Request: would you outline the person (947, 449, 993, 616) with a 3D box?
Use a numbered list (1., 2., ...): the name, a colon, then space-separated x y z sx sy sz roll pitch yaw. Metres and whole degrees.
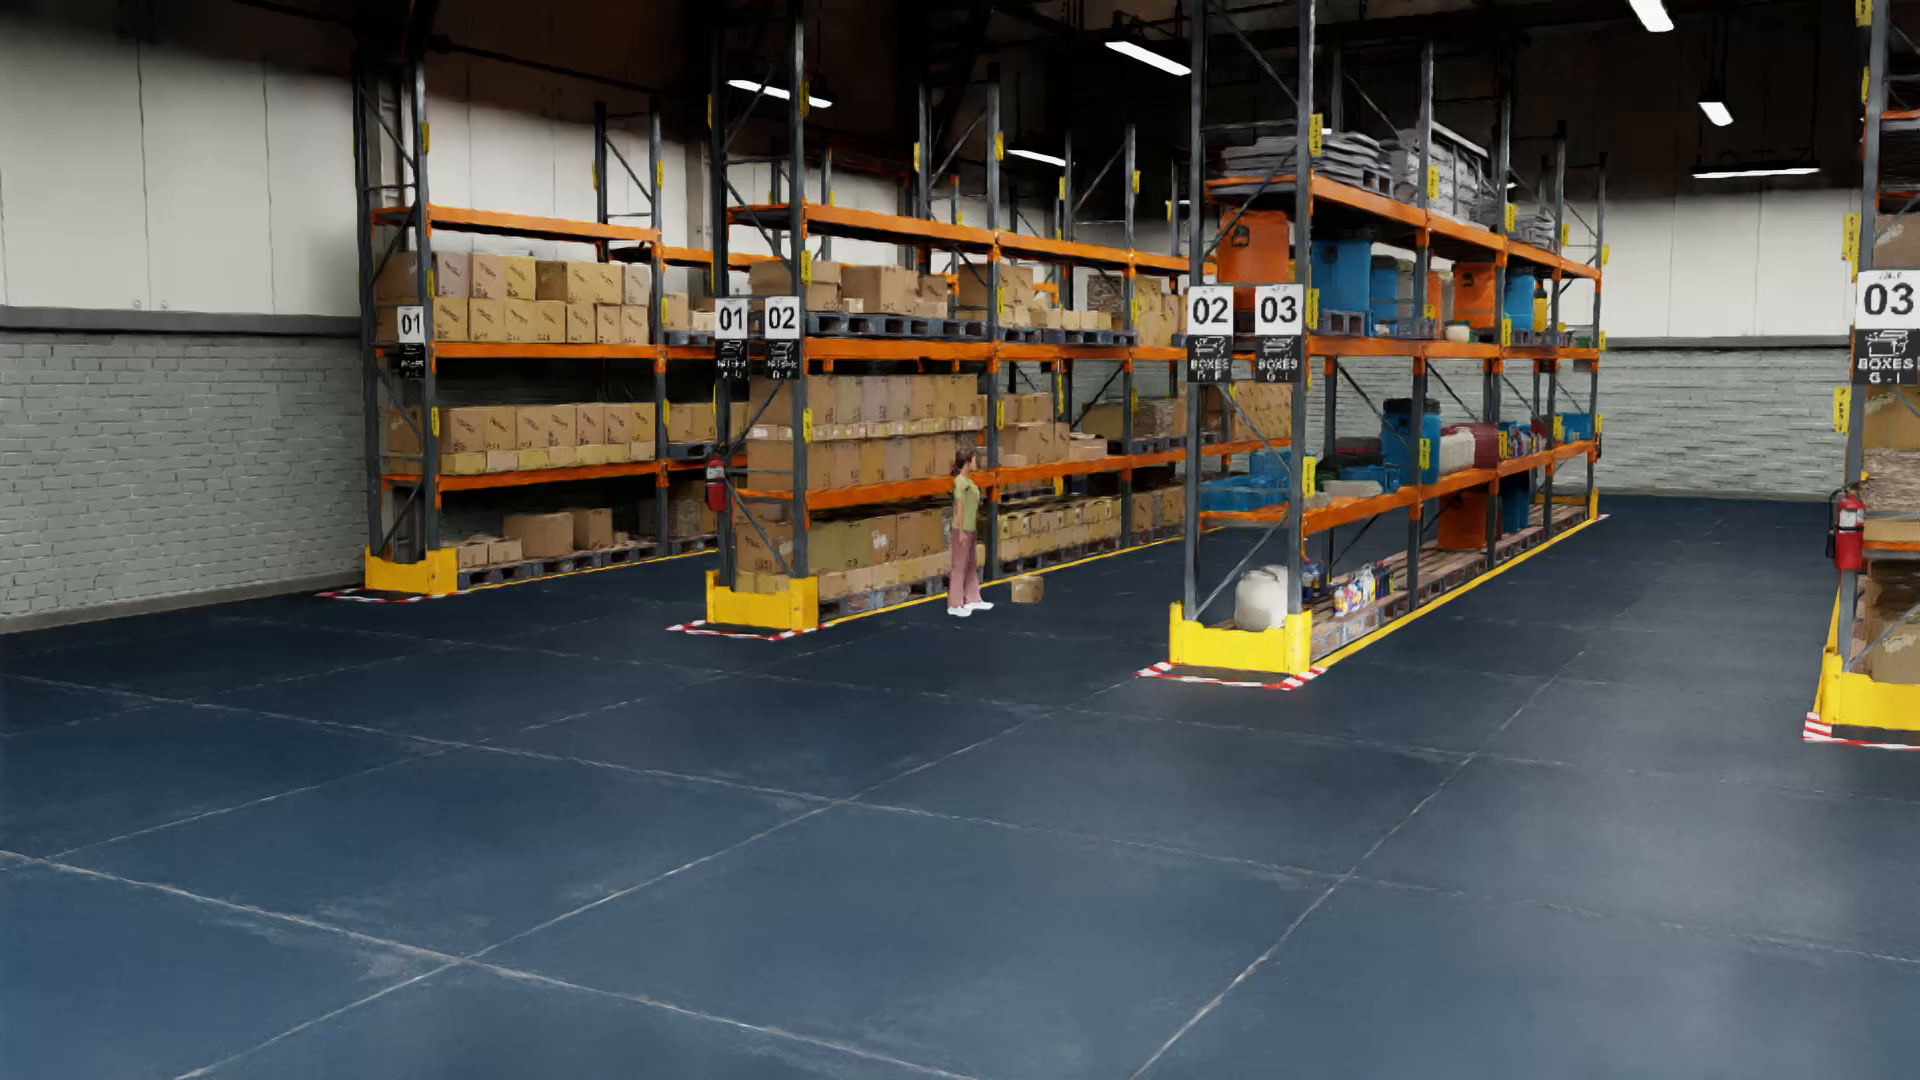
1. person: 0.102 -0.088 16.918 0.451 1.679 0.524 1 6 6
